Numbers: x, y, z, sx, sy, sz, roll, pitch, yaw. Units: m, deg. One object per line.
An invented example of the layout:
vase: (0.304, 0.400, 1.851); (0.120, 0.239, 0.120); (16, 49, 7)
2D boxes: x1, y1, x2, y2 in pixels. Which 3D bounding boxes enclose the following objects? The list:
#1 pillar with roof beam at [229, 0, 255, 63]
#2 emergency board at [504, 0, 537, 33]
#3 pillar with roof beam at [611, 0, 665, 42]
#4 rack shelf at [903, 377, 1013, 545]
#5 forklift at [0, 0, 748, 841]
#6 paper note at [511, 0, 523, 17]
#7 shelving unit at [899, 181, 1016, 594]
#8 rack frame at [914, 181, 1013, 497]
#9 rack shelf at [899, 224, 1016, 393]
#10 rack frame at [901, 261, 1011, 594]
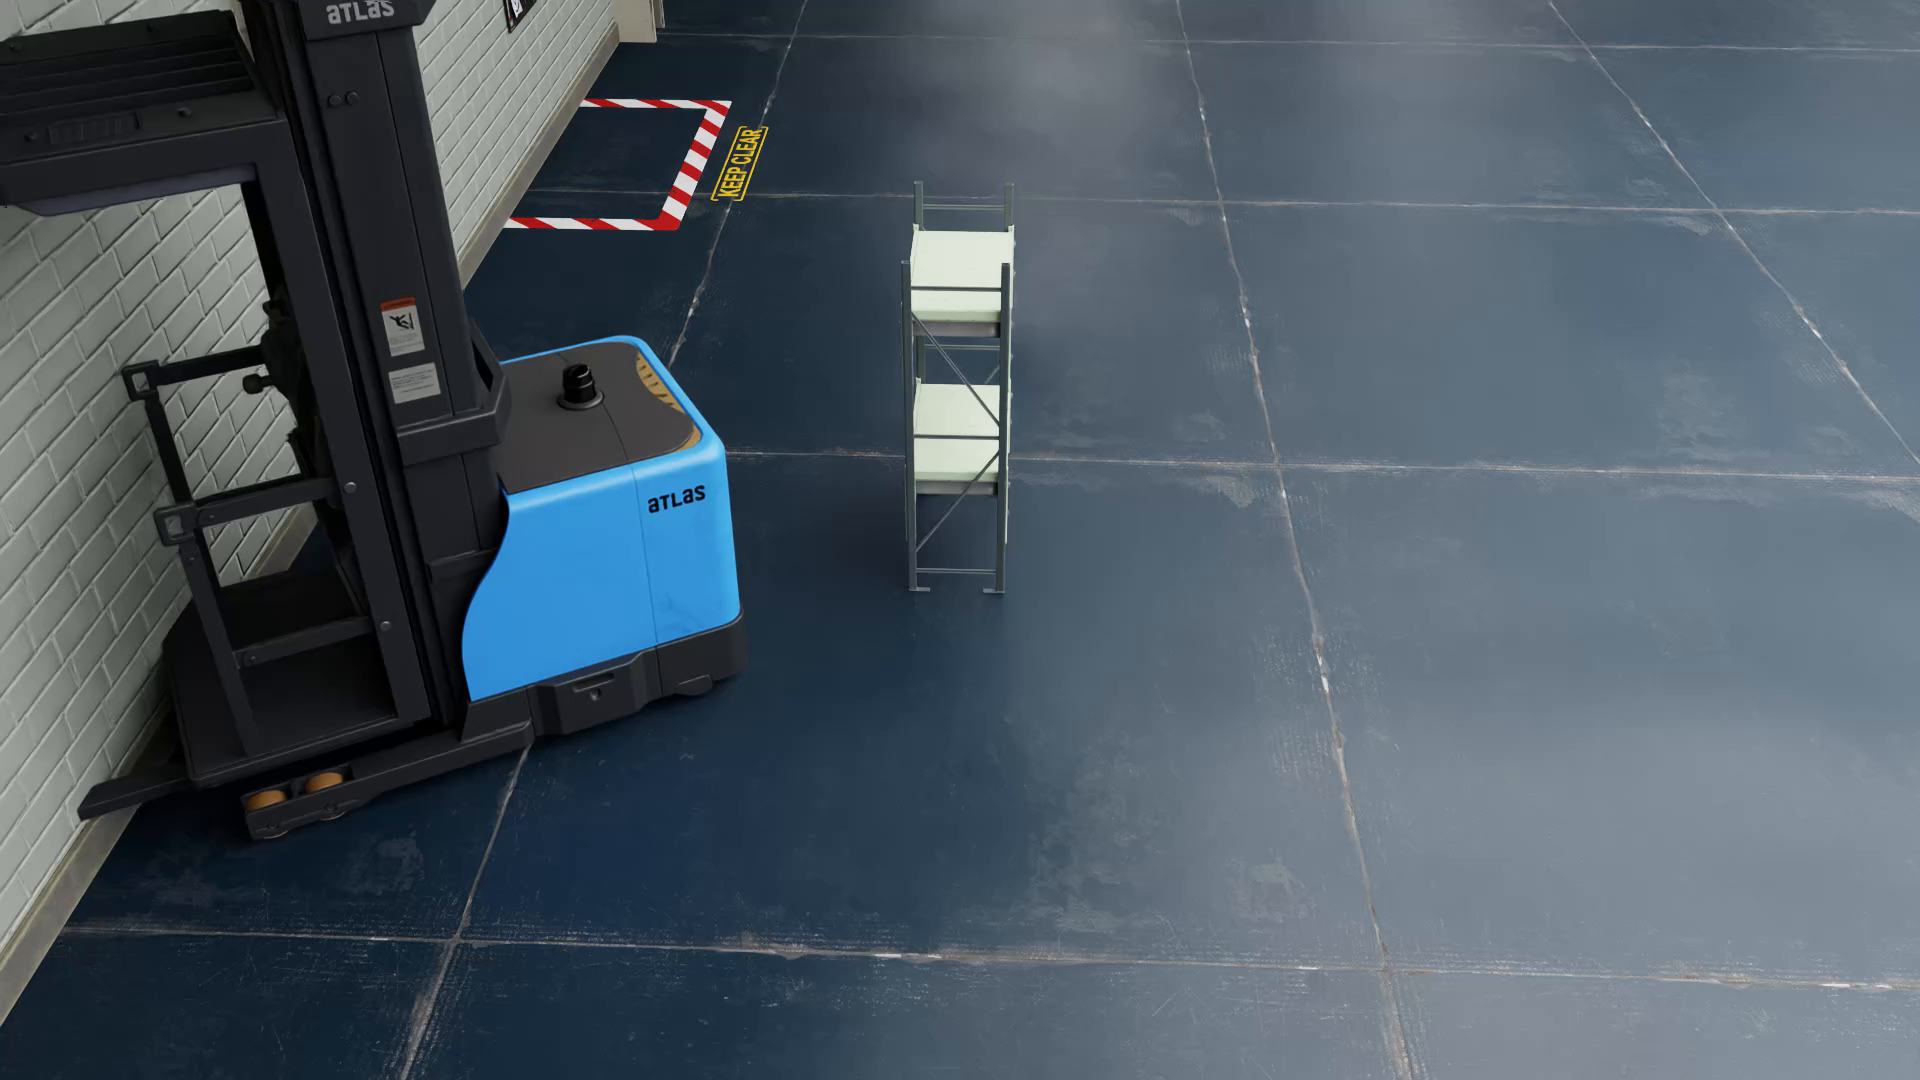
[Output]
pillar with roof beam: (1.601, -4.032, 5.161); (9.100, 9.000, 0.400); (1, 35, 2)
emergency board: (-2.616, -3.700, 9.907); (0.157, 1.169, 0.626); (1, 35, 2)
pillar with roof beam: (1.842, -7.479, 10.066); (9.100, 9.000, 0.400); (1, 35, 2)
rack shelf: (0.000, -0.343, 7.001); (0.431, 0.370, 0.720); (1, 35, 2)
forklift: (-2.371, -0.511, 5.428); (3.031, 2.935, 1.130); (-17, 38, -22)
paper note: (-2.673, -3.245, 10.024); (0.016, 0.148, 0.142); (1, 35, 2)
shelving unit: (0.000, -0.610, 6.813); (0.431, 1.500, 0.755); (1, 35, 2)
rack frame: (0.014, -0.820, 7.113); (0.400, 1.500, 0.023); (1, 35, 2)
rack shelf: (0.000, -0.929, 6.589); (0.431, 0.370, 0.720); (1, 35, 2)
rack frame: (-0.015, -0.399, 6.514); (0.400, 1.500, 0.023); (1, 35, 2)
